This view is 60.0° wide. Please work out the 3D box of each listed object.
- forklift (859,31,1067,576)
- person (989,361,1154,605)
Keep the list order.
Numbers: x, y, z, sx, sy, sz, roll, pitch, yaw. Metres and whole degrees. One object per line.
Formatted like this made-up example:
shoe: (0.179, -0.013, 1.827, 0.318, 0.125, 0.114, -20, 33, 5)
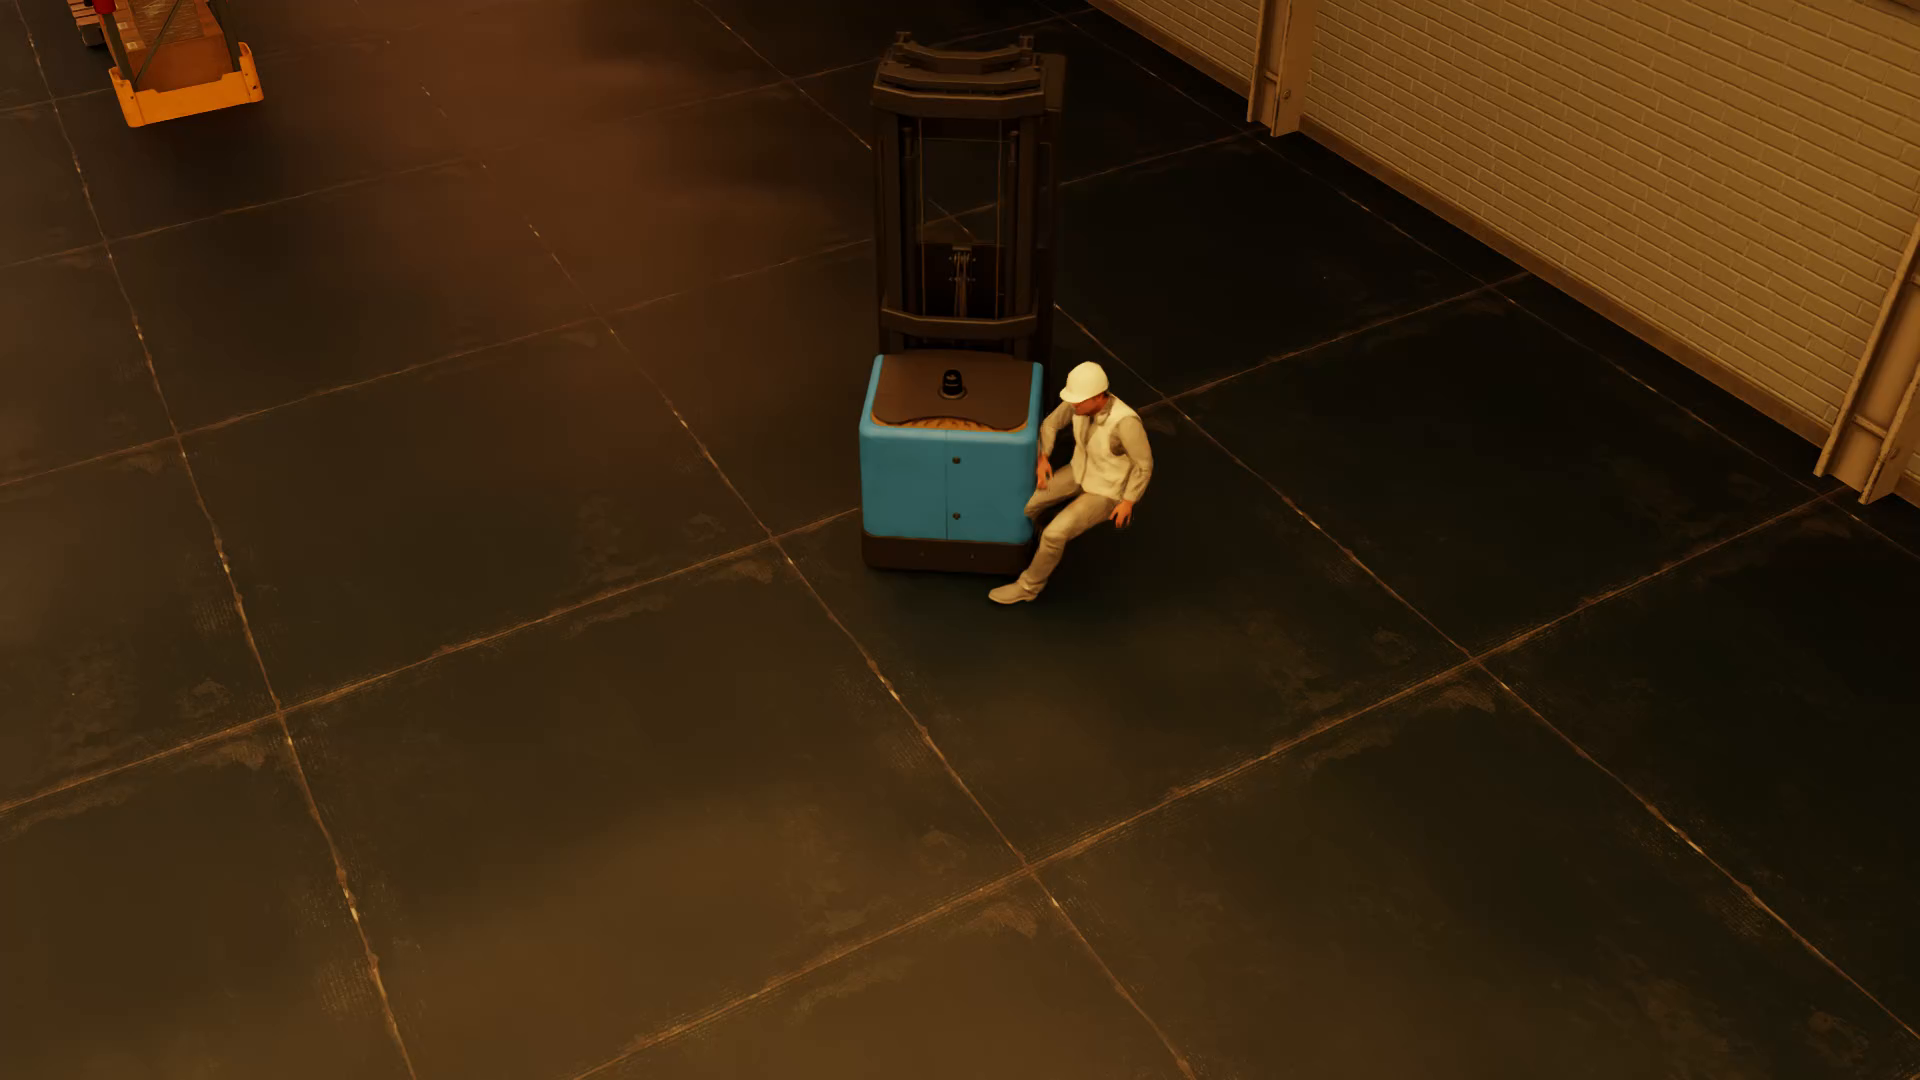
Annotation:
forklift: (0.056, -1.846, 10.262, 1.130, 2.935, 3.031, 3, 40, 4)
person: (0.608, -0.327, 9.550, 0.921, 1.508, 0.787, -27, 47, -29)
